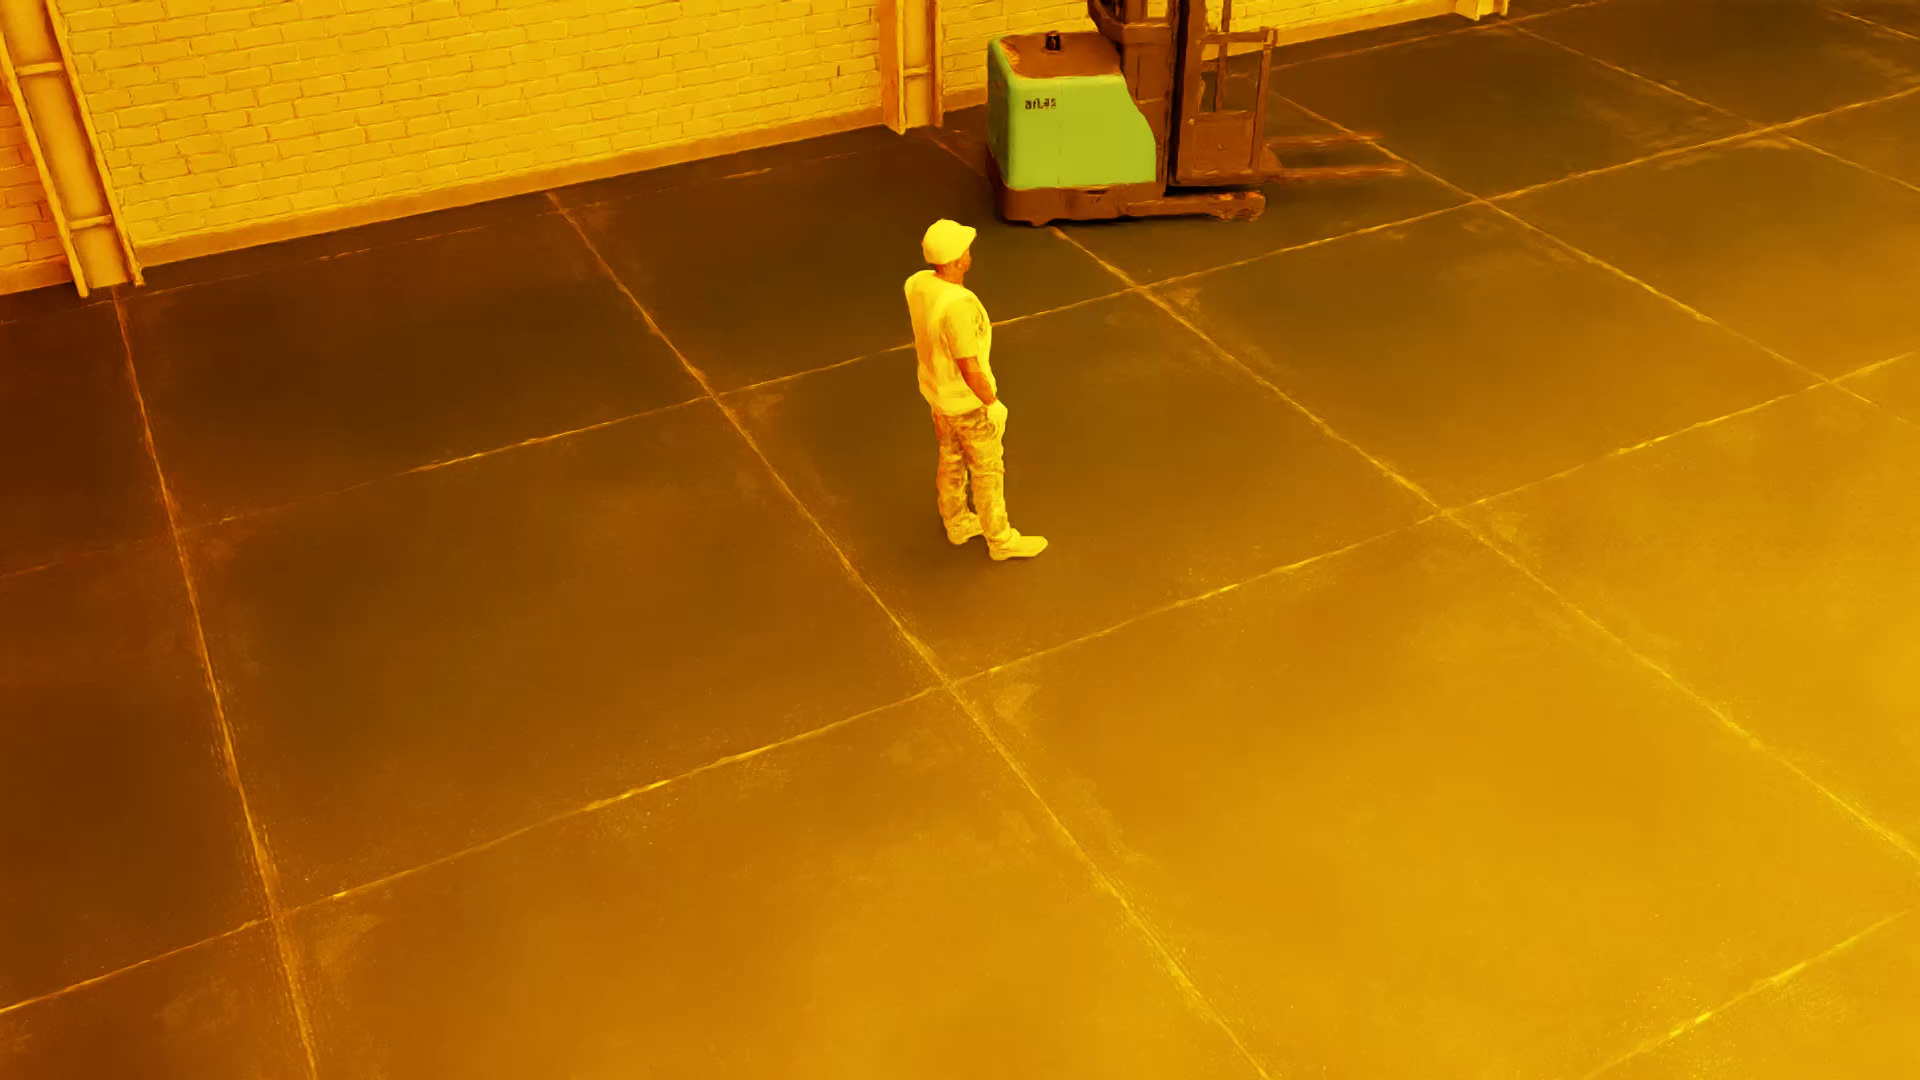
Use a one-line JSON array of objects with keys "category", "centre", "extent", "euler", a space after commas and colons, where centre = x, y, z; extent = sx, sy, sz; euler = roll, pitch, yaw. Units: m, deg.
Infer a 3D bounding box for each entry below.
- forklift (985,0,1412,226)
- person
[{"category": "forklift", "centre": [1.749, -3.798, 11.496], "extent": [3.031, 2.935, 1.130], "euler": [-5, 36, -7]}, {"category": "person", "centre": [0.067, -0.749, 8.166], "extent": [0.576, 1.782, 0.655], "euler": [-17, 39, -23]}]
